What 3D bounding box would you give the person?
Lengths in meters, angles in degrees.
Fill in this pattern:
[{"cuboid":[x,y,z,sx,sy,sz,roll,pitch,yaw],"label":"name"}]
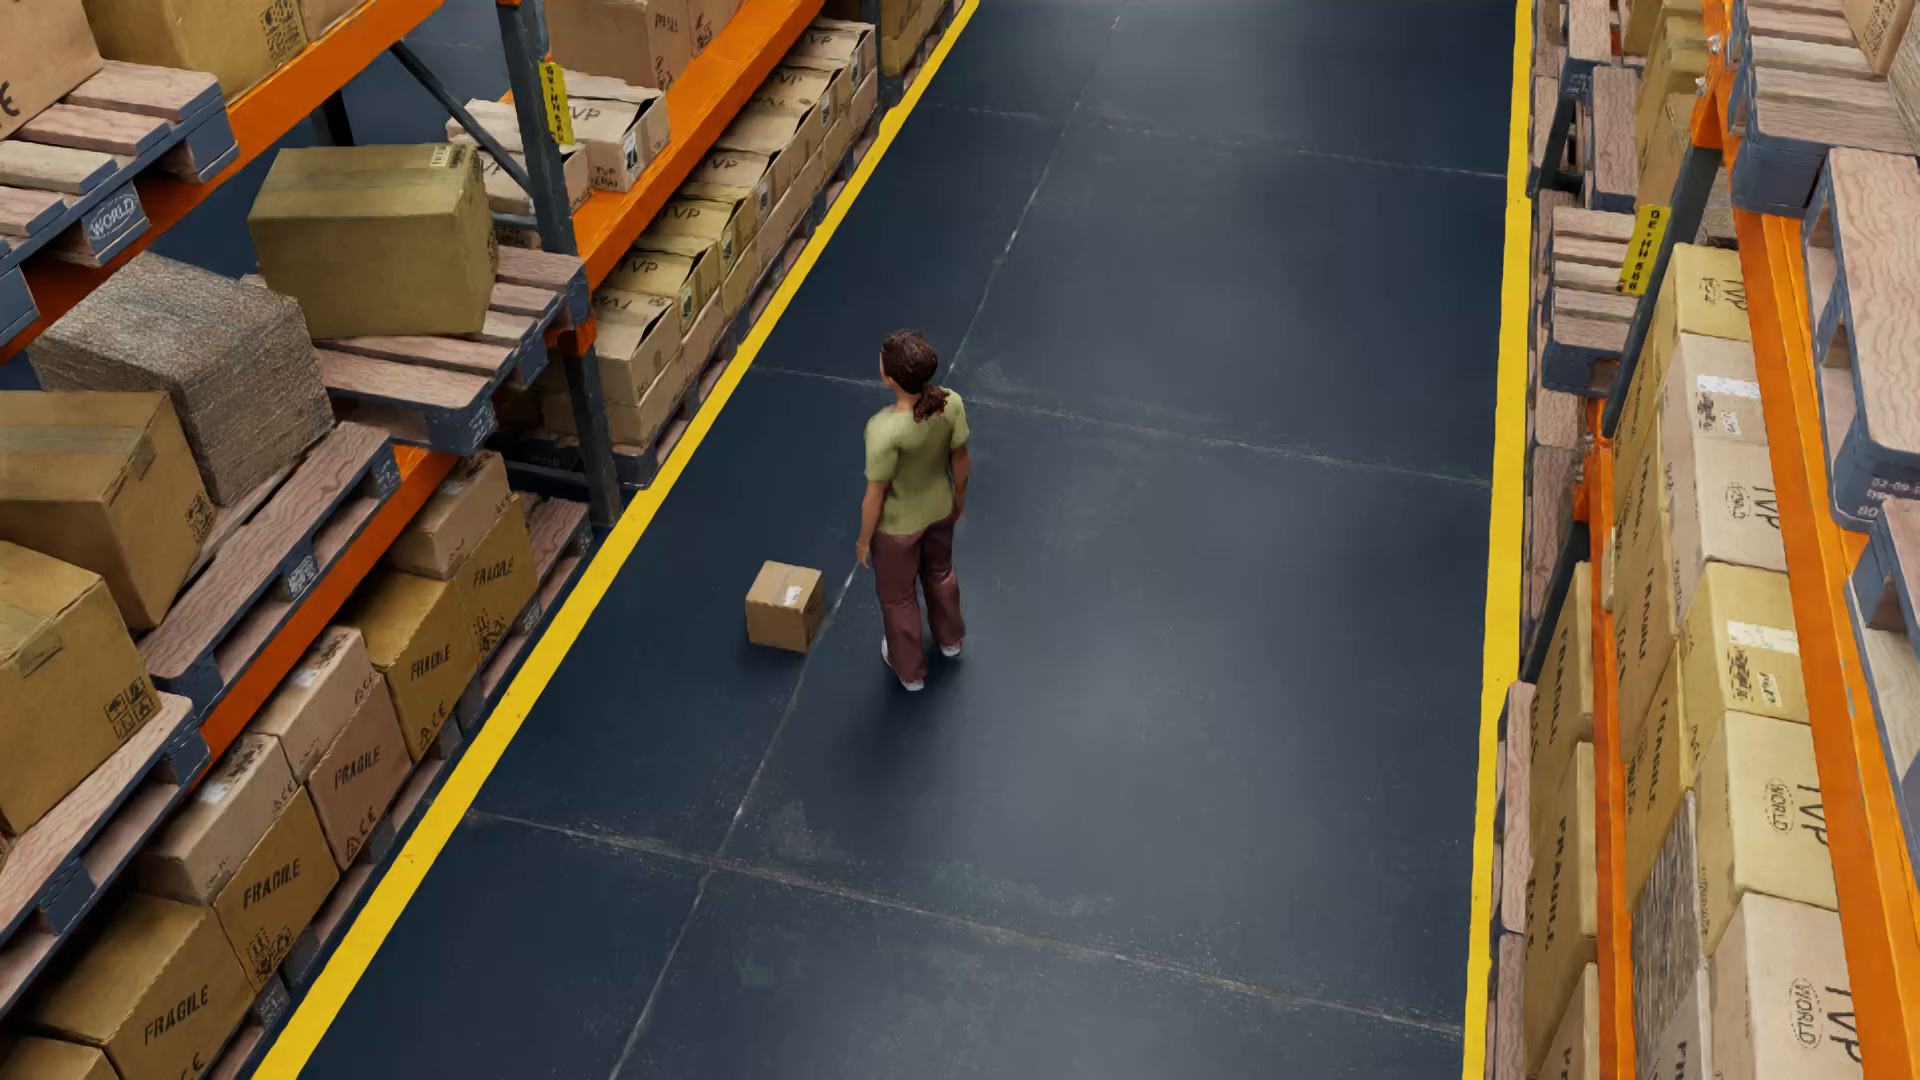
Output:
[{"cuboid":[-0.164,-0.117,6.280,0.587,1.671,0.420,-30,49,-30],"label":"person"}]
